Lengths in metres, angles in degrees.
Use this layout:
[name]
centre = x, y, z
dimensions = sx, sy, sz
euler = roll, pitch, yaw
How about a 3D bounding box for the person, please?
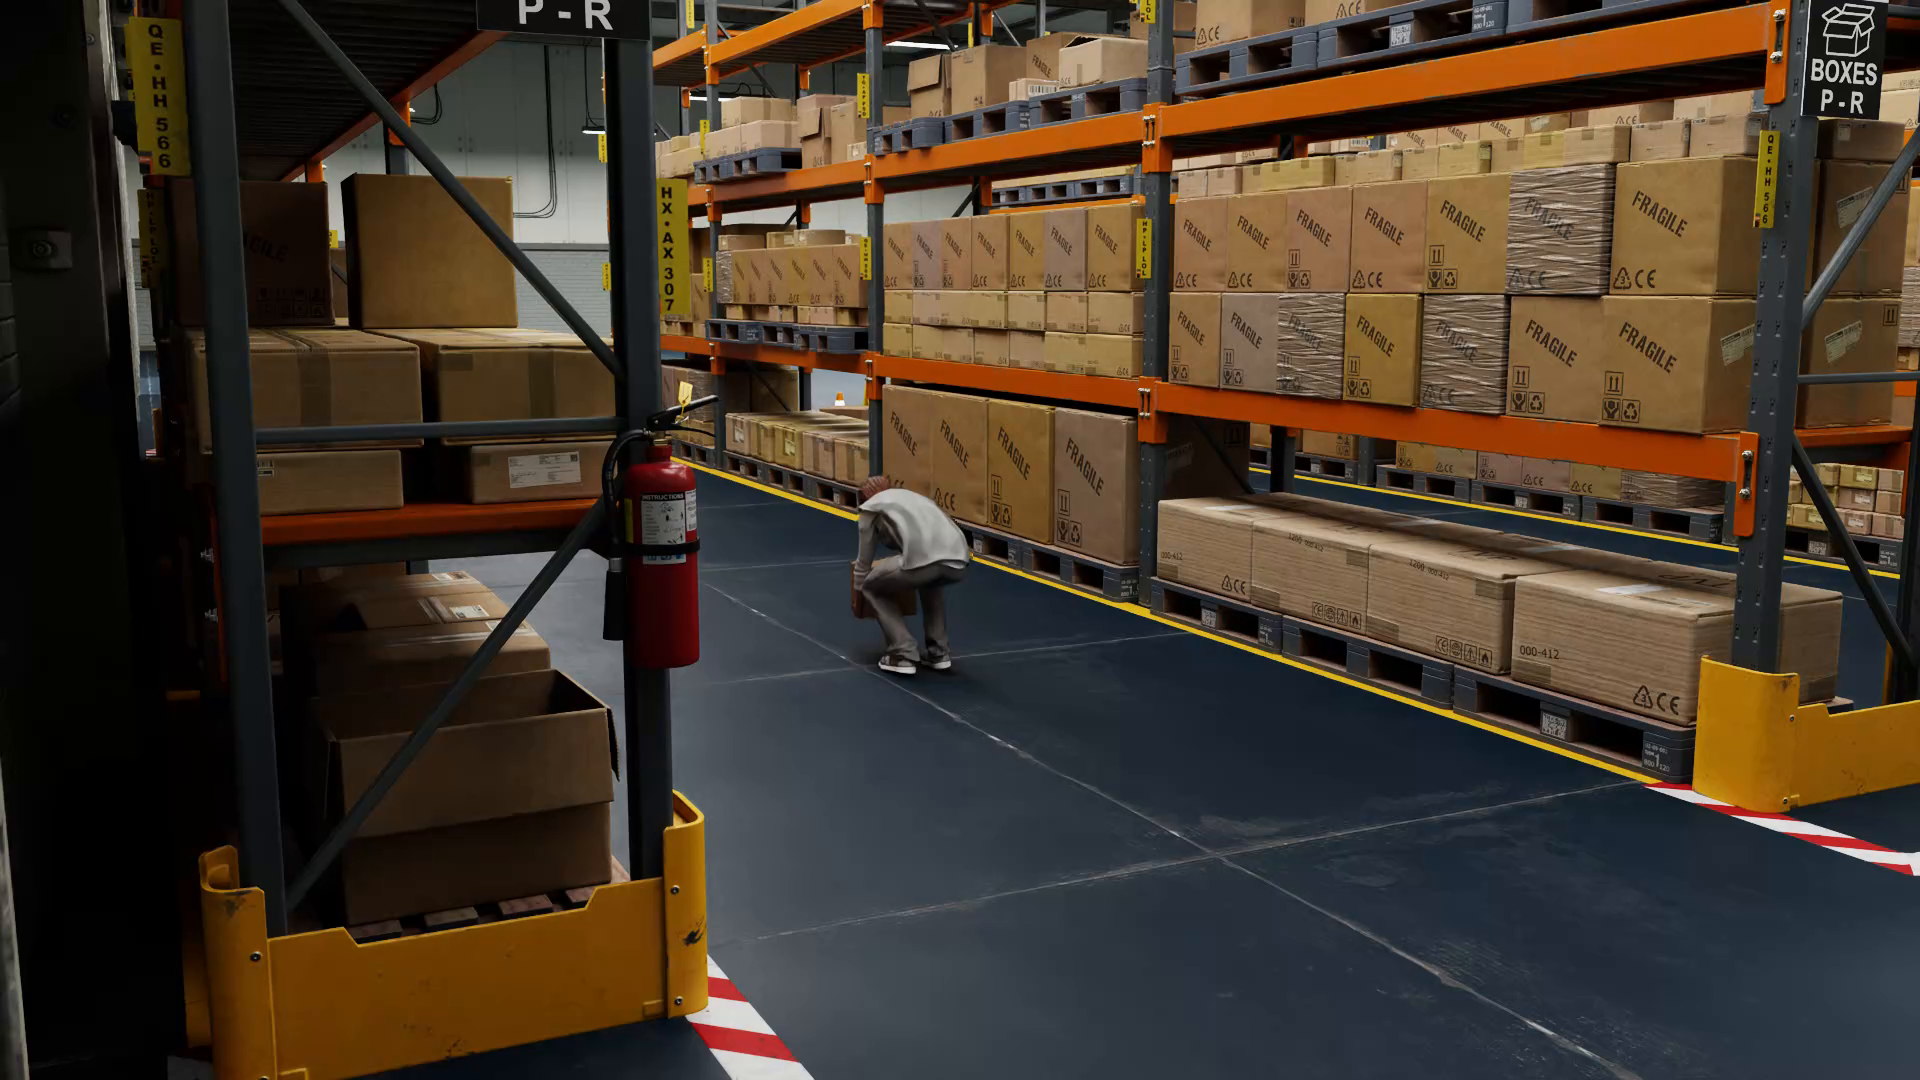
[person]
centre = -0.260, 0.171, 8.080
dimensions = 0.427, 0.899, 0.838
euler = -5, 10, -28
